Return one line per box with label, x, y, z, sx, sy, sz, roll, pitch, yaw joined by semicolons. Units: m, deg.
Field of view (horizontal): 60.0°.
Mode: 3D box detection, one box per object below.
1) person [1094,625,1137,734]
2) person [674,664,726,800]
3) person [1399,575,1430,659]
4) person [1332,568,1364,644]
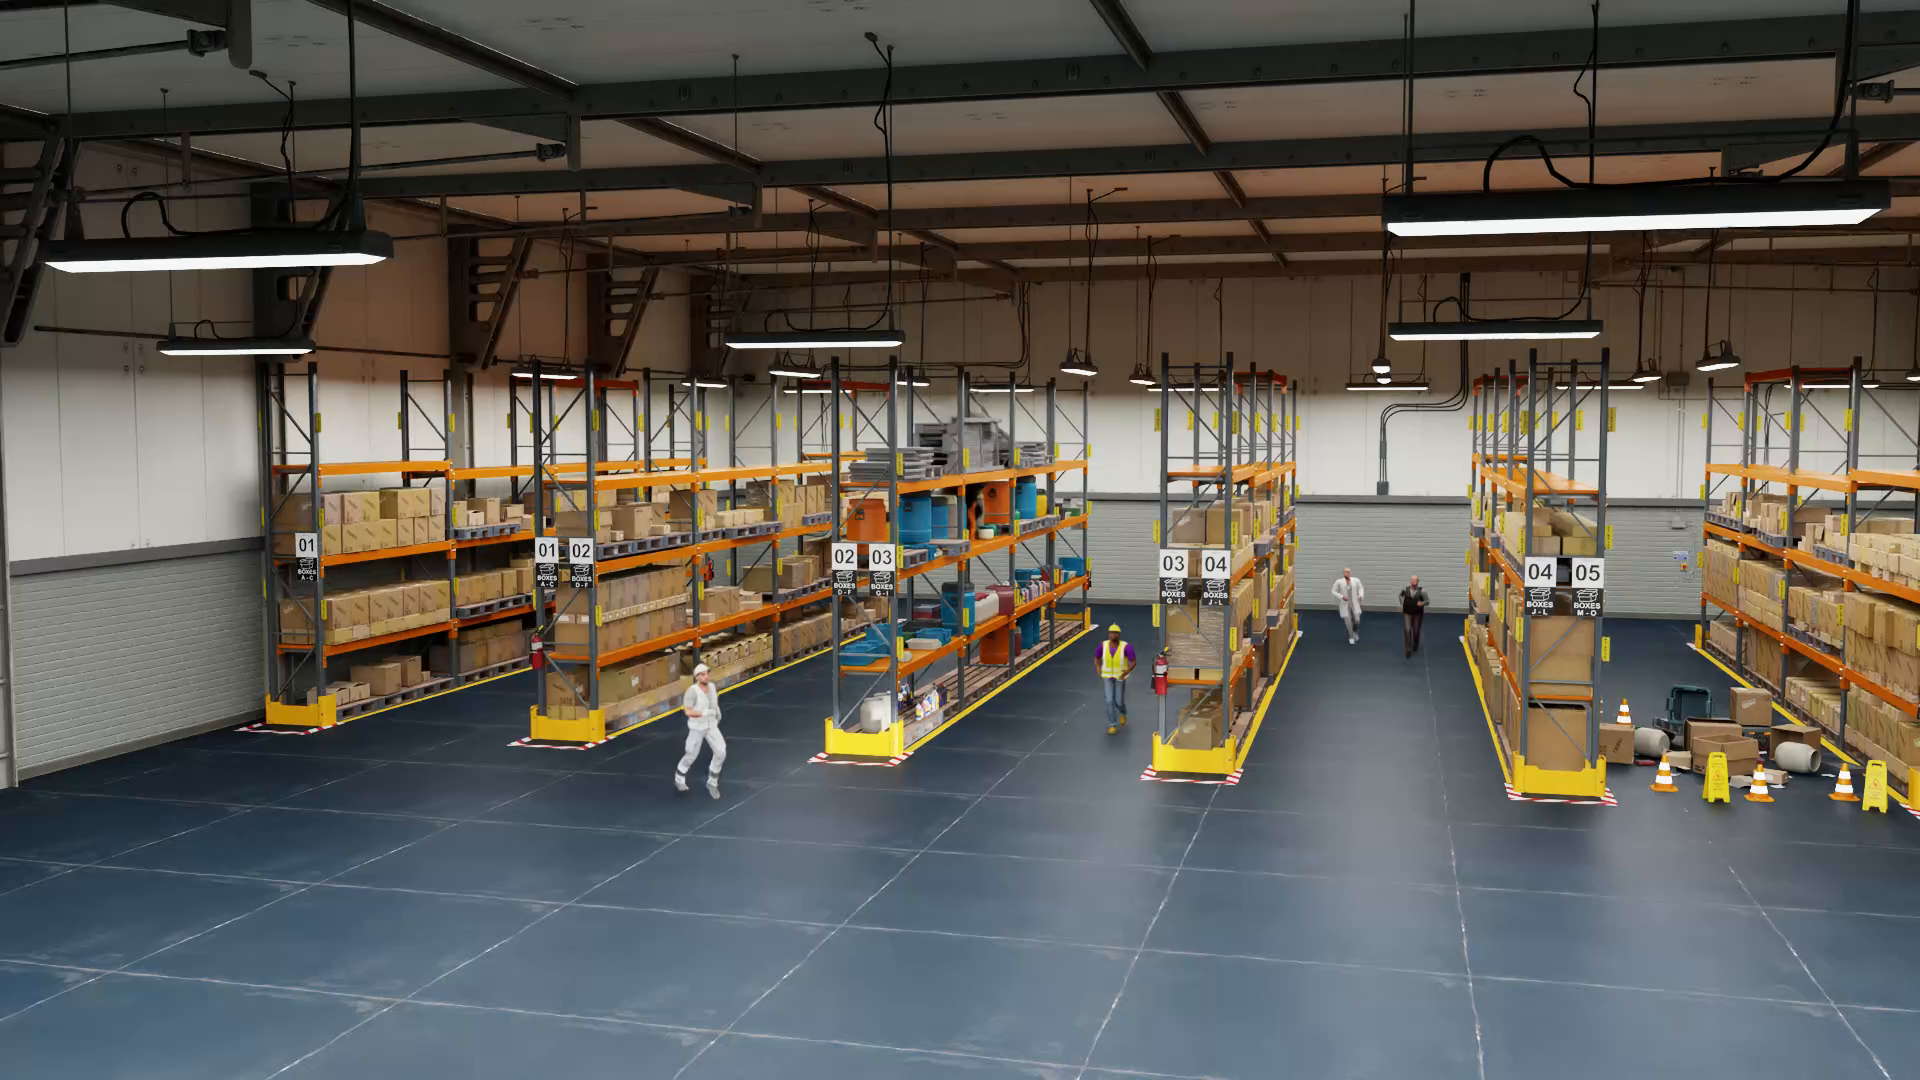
person;2.497;2.234;26.941;0.711;1.746;0.718;1;4;15
person;-3.439;2.548;22.219;0.674;1.818;0.910;-4;5;-43
person;9.719;1.625;35.630;0.658;1.739;0.953;1;4;17
person;8.799;1.486;37.694;0.737;1.730;0.562;0;4;2
